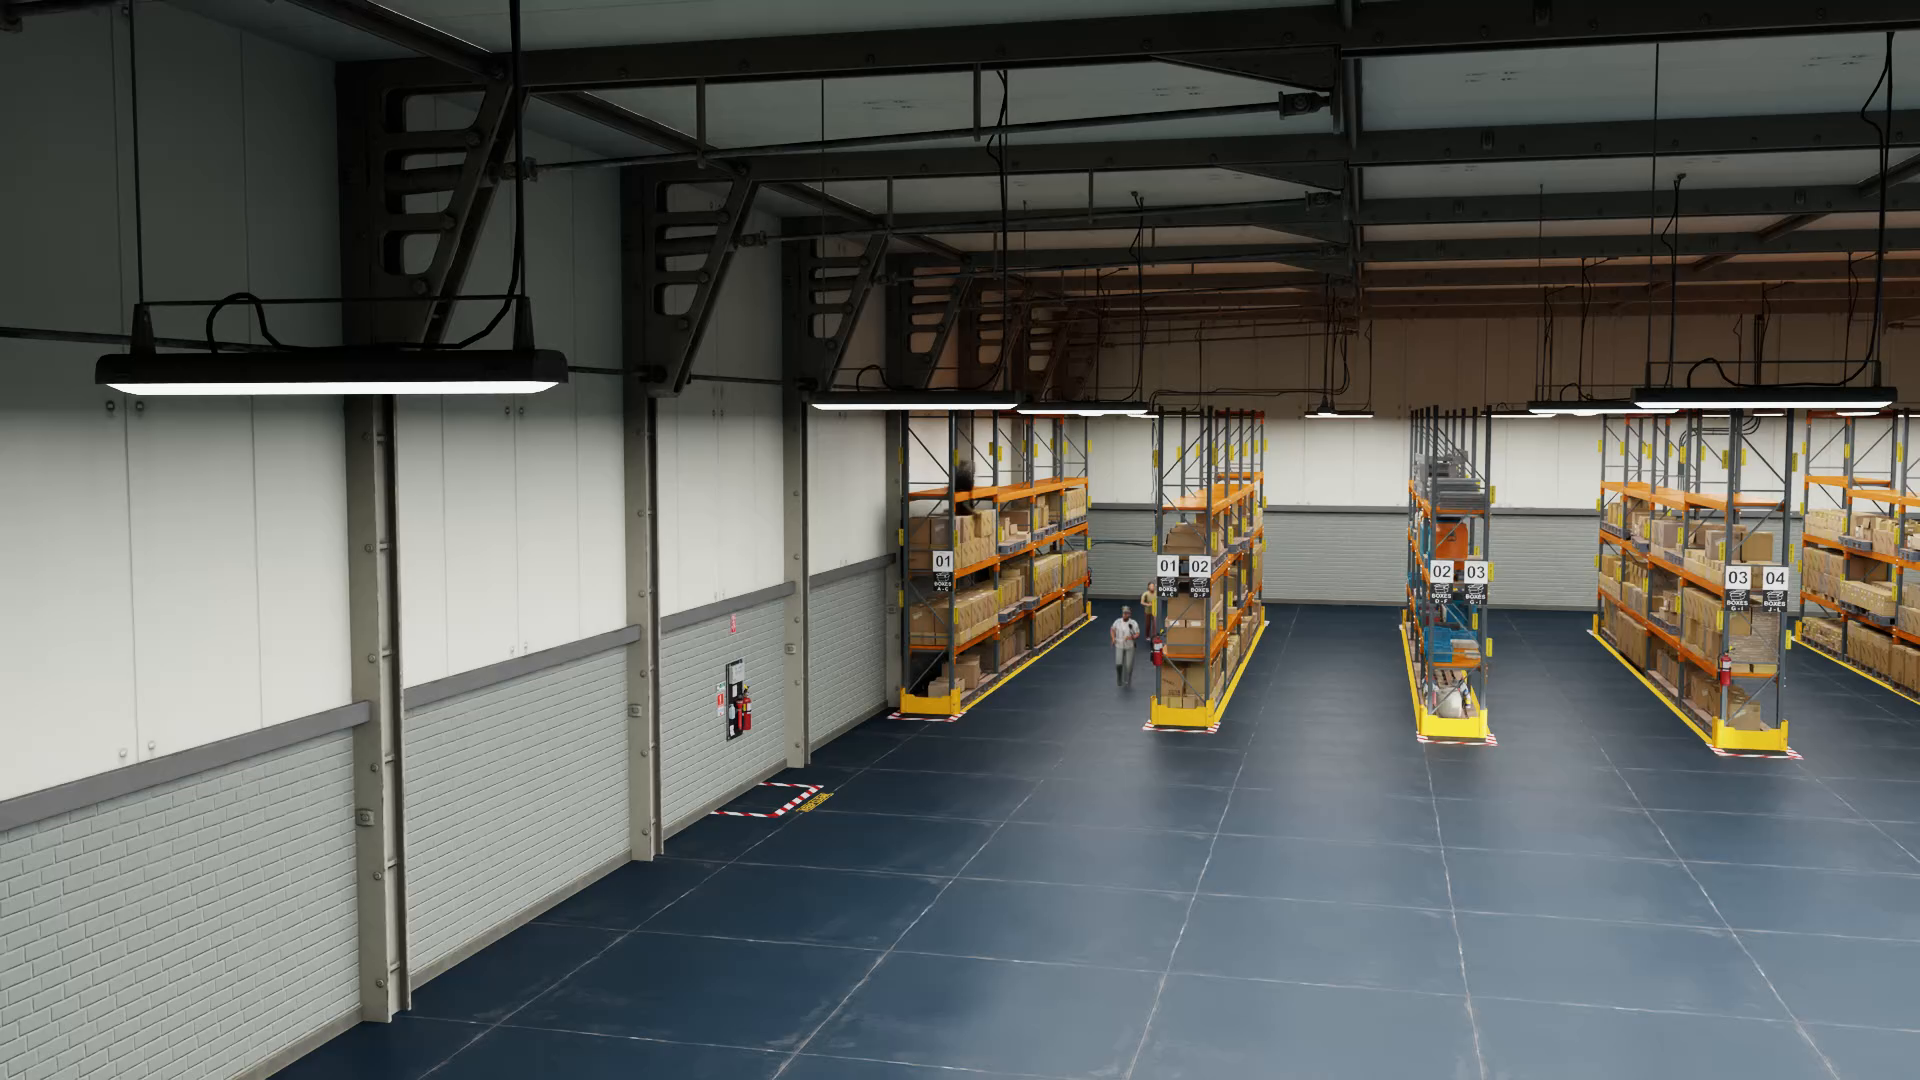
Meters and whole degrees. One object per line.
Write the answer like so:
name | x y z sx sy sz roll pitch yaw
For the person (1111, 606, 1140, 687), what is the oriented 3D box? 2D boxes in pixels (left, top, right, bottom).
person | 3.523 2.288 35.576 0.642 1.754 0.655 1 4 10

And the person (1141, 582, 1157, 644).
person | 4.873 1.860 42.433 0.578 1.642 0.939 0 4 -1
